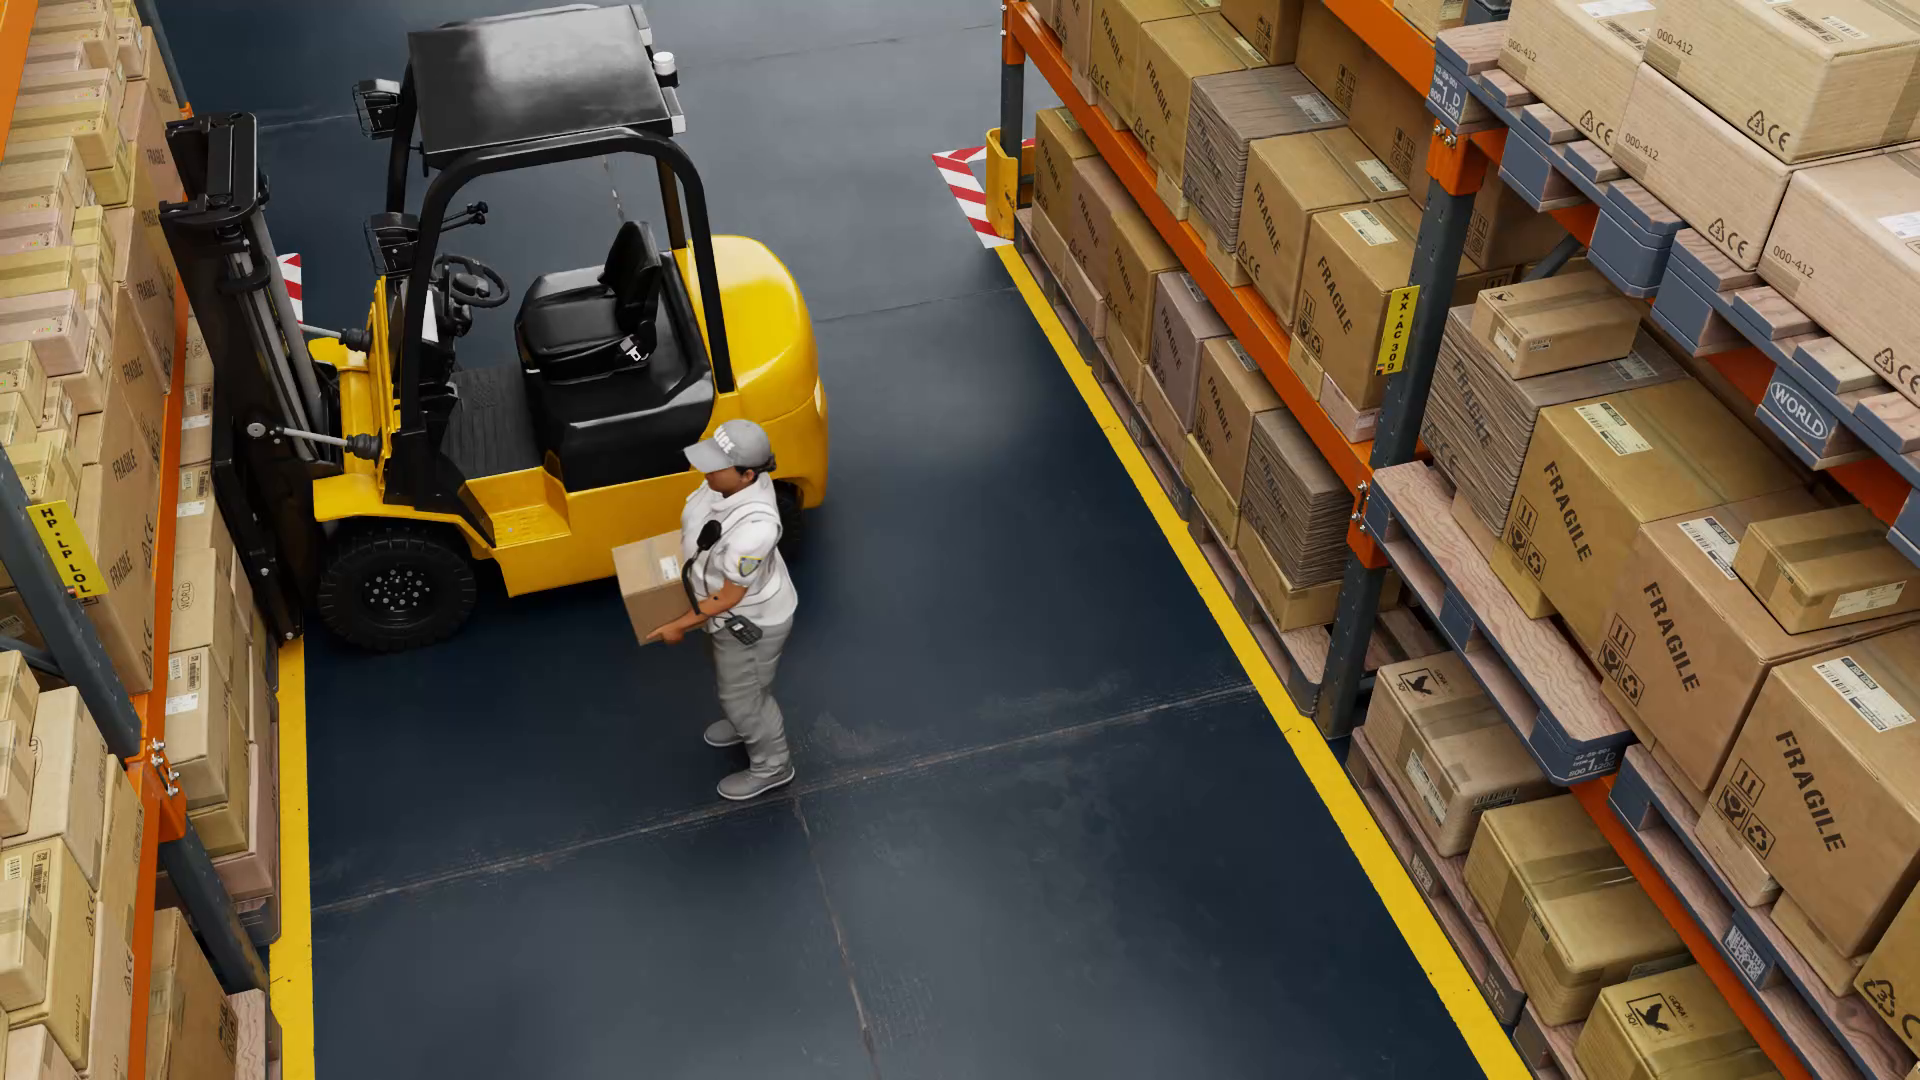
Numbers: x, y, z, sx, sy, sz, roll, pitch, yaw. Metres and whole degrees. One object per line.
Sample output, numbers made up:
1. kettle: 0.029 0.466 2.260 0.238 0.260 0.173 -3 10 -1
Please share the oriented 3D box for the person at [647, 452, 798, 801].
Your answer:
1. person: -0.851 0.266 5.899 0.541 1.622 0.453 -12 44 -13
